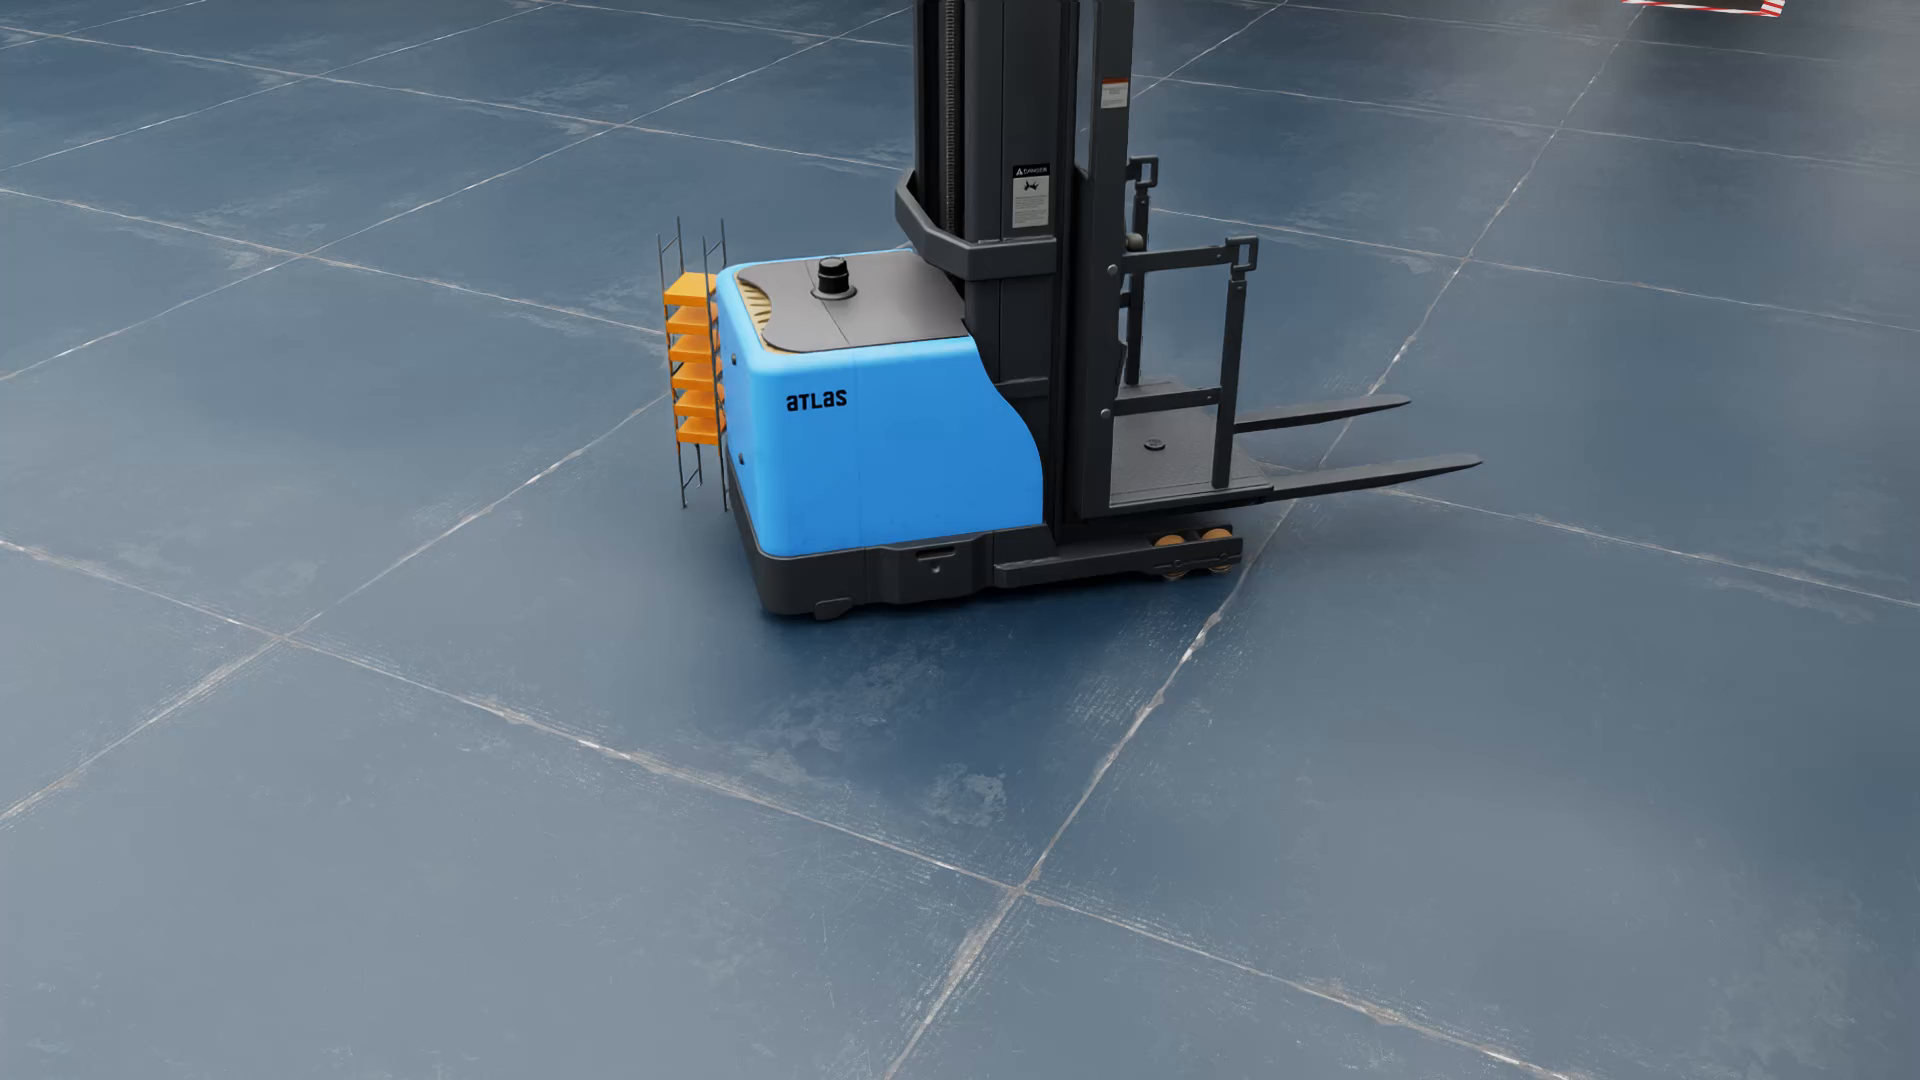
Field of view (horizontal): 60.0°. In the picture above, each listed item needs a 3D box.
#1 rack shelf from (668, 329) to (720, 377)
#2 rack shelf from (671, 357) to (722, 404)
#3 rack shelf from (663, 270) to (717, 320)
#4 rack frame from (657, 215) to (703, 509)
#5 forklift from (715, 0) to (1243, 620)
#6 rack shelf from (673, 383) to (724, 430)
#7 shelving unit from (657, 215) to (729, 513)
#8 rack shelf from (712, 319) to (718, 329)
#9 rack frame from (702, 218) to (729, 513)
[{"bbox_3d":[-1.048,-0.766,6.726,0.180,0.103,0.258,6,30,10],"label":"rack shelf"},{"bbox_3d":[-1.048,-0.661,6.786,0.180,0.103,0.258,6,30,10],"label":"rack shelf"},{"bbox_3d":[-1.048,-0.974,6.607,0.180,0.103,0.258,6,30,10],"label":"rack shelf"},{"bbox_3d":[-1.138,-0.709,6.780,0.006,1.200,0.240,6,30,10],"label":"rack frame"},{"bbox_3d":[0.614,-1.367,6.188,3.031,2.935,1.130,-8,31,-13],"label":"forklift"},{"bbox_3d":[-1.048,-0.557,6.846,0.180,0.103,0.258,6,30,10],"label":"rack shelf"},{"bbox_3d":[-1.048,-0.700,6.764,0.189,1.200,0.258,6,30,10],"label":"shelving unit"},{"bbox_3d":[-1.048,-0.887,6.657,0.166,0.020,0.199,6,30,10],"label":"rack shelf"},{"bbox_3d":[-0.958,-0.691,6.748,0.006,1.200,0.240,6,30,10],"label":"rack frame"}]
